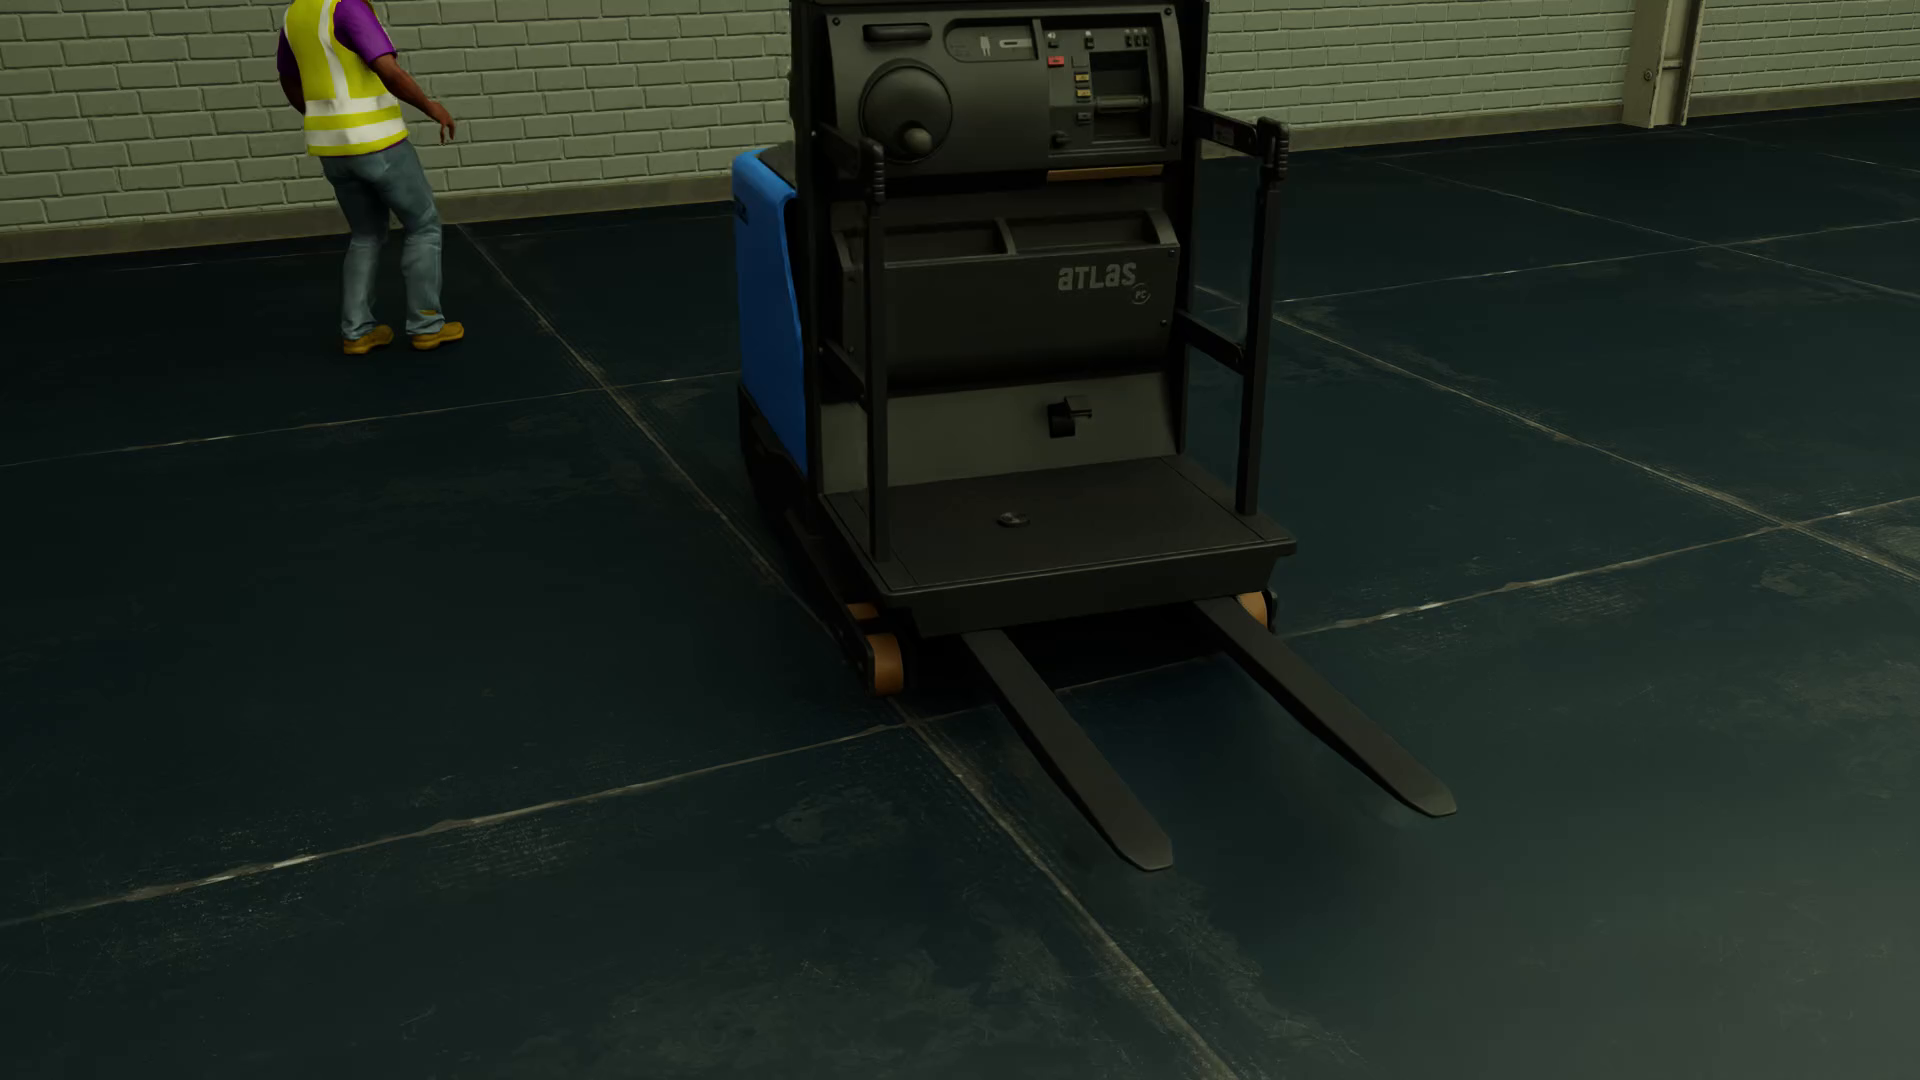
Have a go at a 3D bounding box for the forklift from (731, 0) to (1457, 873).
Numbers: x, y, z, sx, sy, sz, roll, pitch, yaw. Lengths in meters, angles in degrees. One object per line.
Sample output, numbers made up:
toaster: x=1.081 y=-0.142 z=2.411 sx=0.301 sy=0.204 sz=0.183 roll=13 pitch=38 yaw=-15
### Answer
forklift: x=0.192 y=-1.131 z=4.009 sx=1.130 sy=2.935 sz=3.031 roll=-7 pitch=24 yaw=-16

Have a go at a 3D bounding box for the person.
person: x=-2.419 y=-1.627 z=6.803 sx=0.791 sy=1.718 sz=0.516 roll=12 pitch=25 yaw=26
